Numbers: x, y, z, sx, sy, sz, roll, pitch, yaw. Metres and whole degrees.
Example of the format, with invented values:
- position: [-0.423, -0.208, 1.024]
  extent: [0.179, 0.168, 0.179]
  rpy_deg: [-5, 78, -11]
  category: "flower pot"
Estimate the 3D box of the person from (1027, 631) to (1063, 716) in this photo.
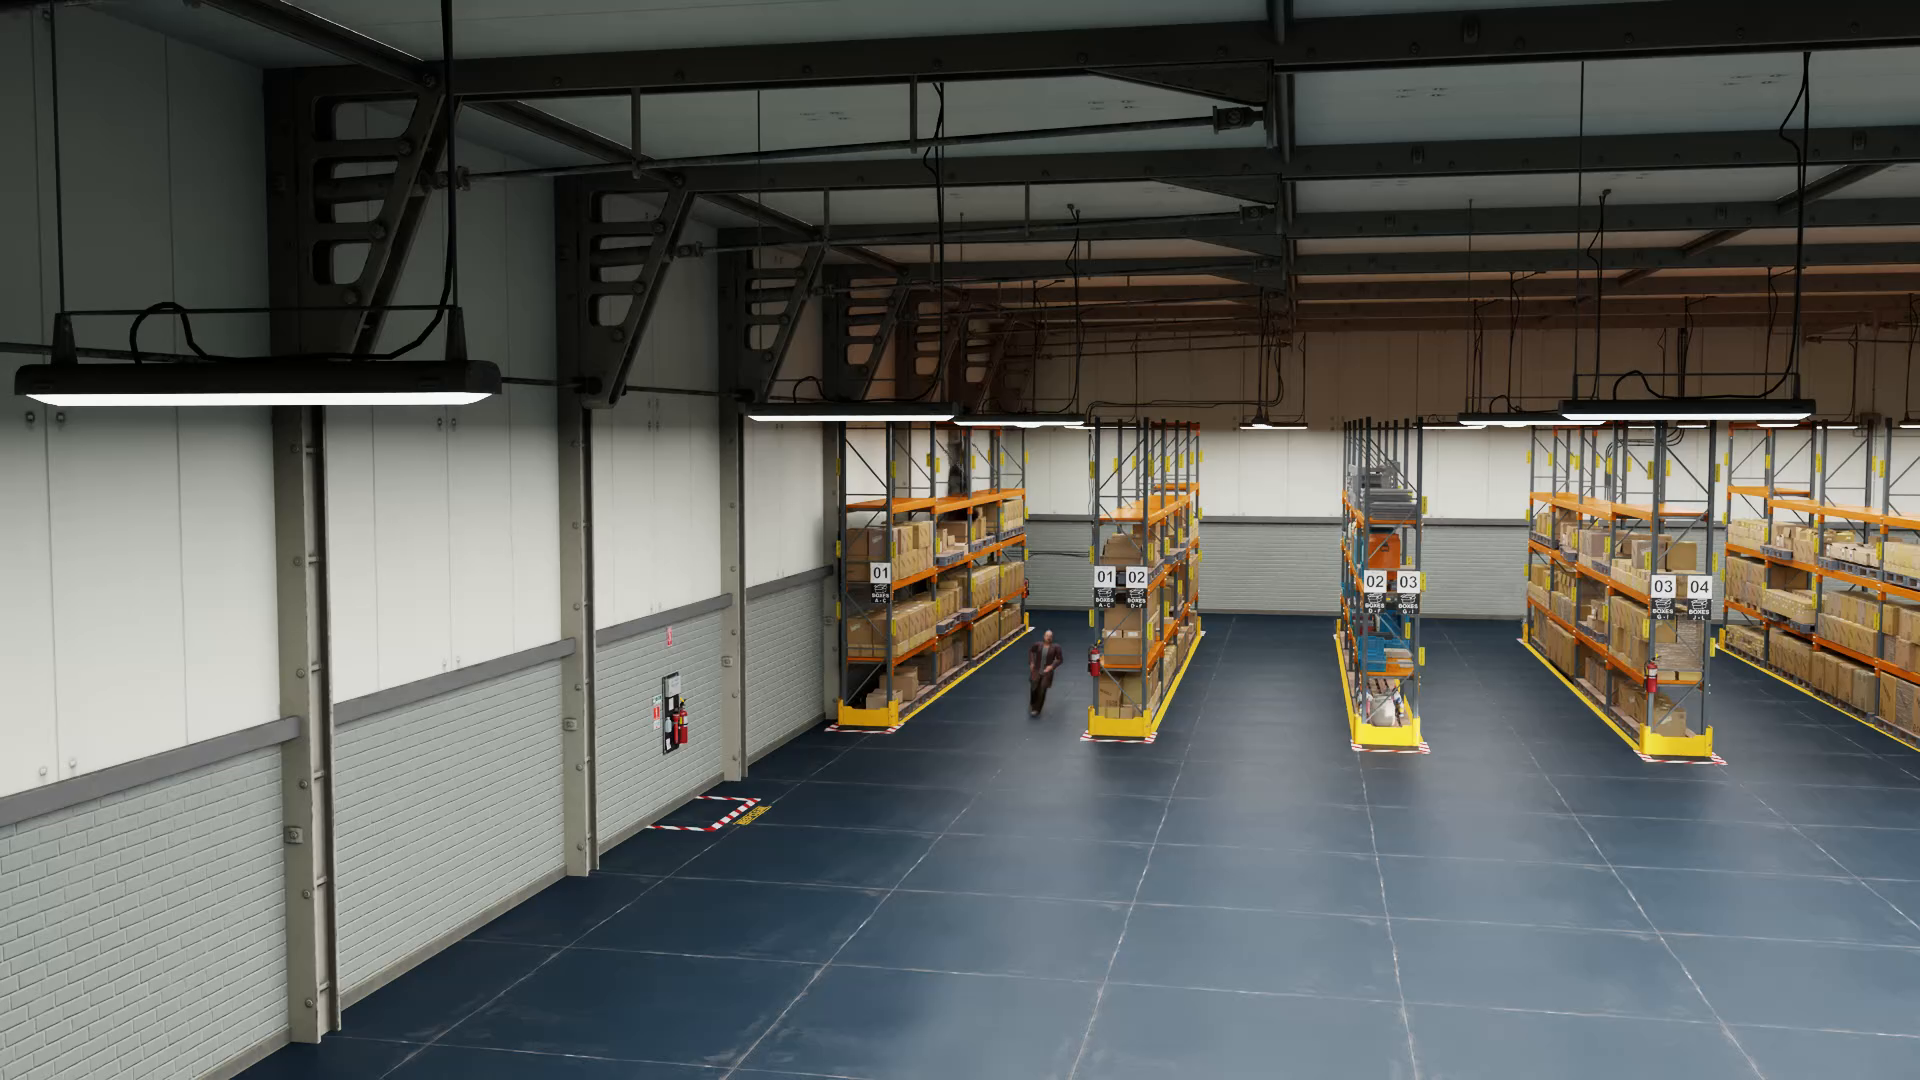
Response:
- position: [1.705, 2.690, 33.469]
  extent: [0.738, 1.731, 0.565]
  rpy_deg: [1, 4, 10]
  category: "person"

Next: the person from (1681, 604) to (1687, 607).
- position: [18.616, 2.146, 42.452]
  extent: [0.625, 1.648, 0.582]
  rpy_deg: [1, 4, 10]
  category: "person"

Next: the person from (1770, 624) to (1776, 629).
- position: [21.757, 2.047, 44.676]
  extent: [0.648, 1.617, 0.543]
  rpy_deg: [3, 5, 41]
  category: "person"

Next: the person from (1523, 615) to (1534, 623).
- position: [16.318, 1.830, 46.862]
  extent: [0.699, 1.753, 1.075]
  rpy_deg: [-3, 5, -36]
  category: "person"
